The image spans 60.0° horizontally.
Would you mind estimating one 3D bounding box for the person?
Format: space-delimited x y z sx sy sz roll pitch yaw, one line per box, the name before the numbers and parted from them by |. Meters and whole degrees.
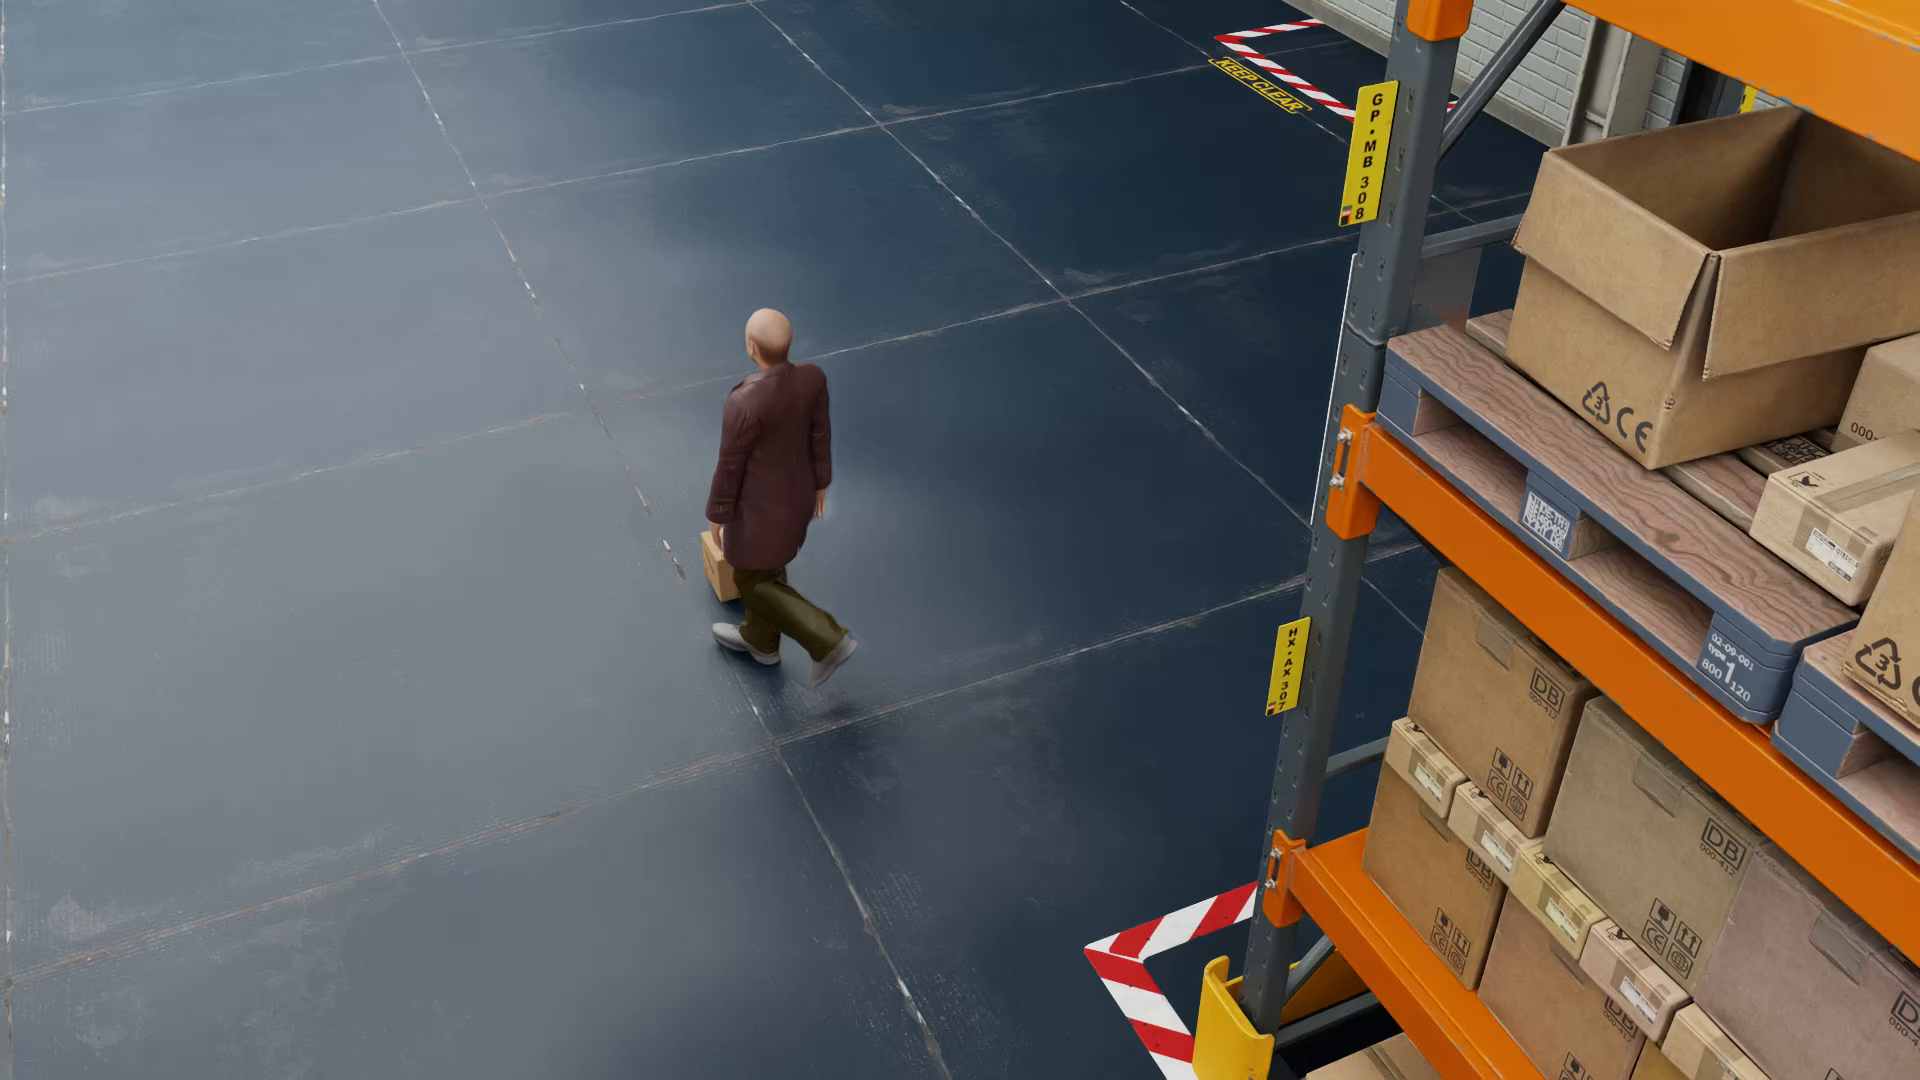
person | -0.756 -0.152 7.064 0.853 1.763 0.615 21 42 26
